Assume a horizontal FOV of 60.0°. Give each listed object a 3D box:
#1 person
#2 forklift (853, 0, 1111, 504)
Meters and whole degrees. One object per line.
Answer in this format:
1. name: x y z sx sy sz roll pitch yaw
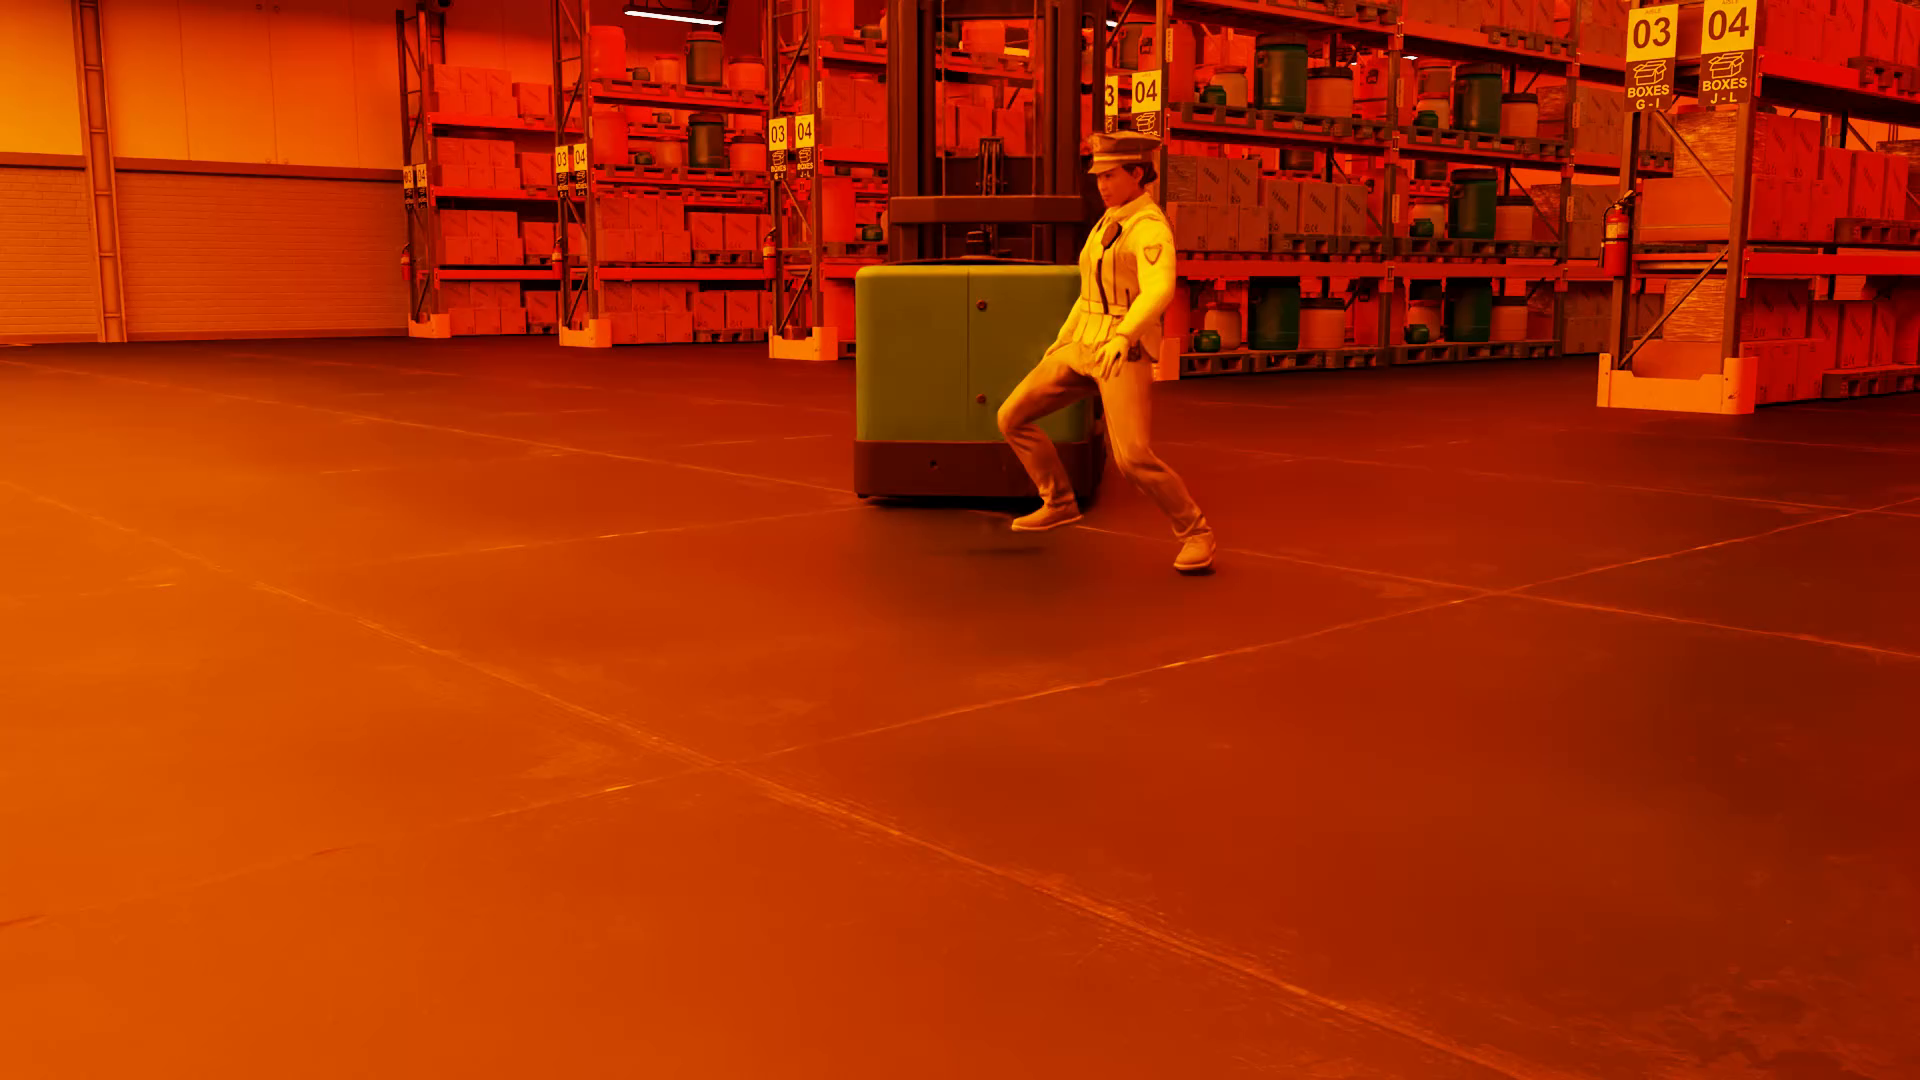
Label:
1. person: 0.549 -0.685 5.937 0.645 1.511 0.880 -3 9 -18
2. forklift: 0.208 -1.799 8.582 1.130 2.935 3.031 1 9 6
